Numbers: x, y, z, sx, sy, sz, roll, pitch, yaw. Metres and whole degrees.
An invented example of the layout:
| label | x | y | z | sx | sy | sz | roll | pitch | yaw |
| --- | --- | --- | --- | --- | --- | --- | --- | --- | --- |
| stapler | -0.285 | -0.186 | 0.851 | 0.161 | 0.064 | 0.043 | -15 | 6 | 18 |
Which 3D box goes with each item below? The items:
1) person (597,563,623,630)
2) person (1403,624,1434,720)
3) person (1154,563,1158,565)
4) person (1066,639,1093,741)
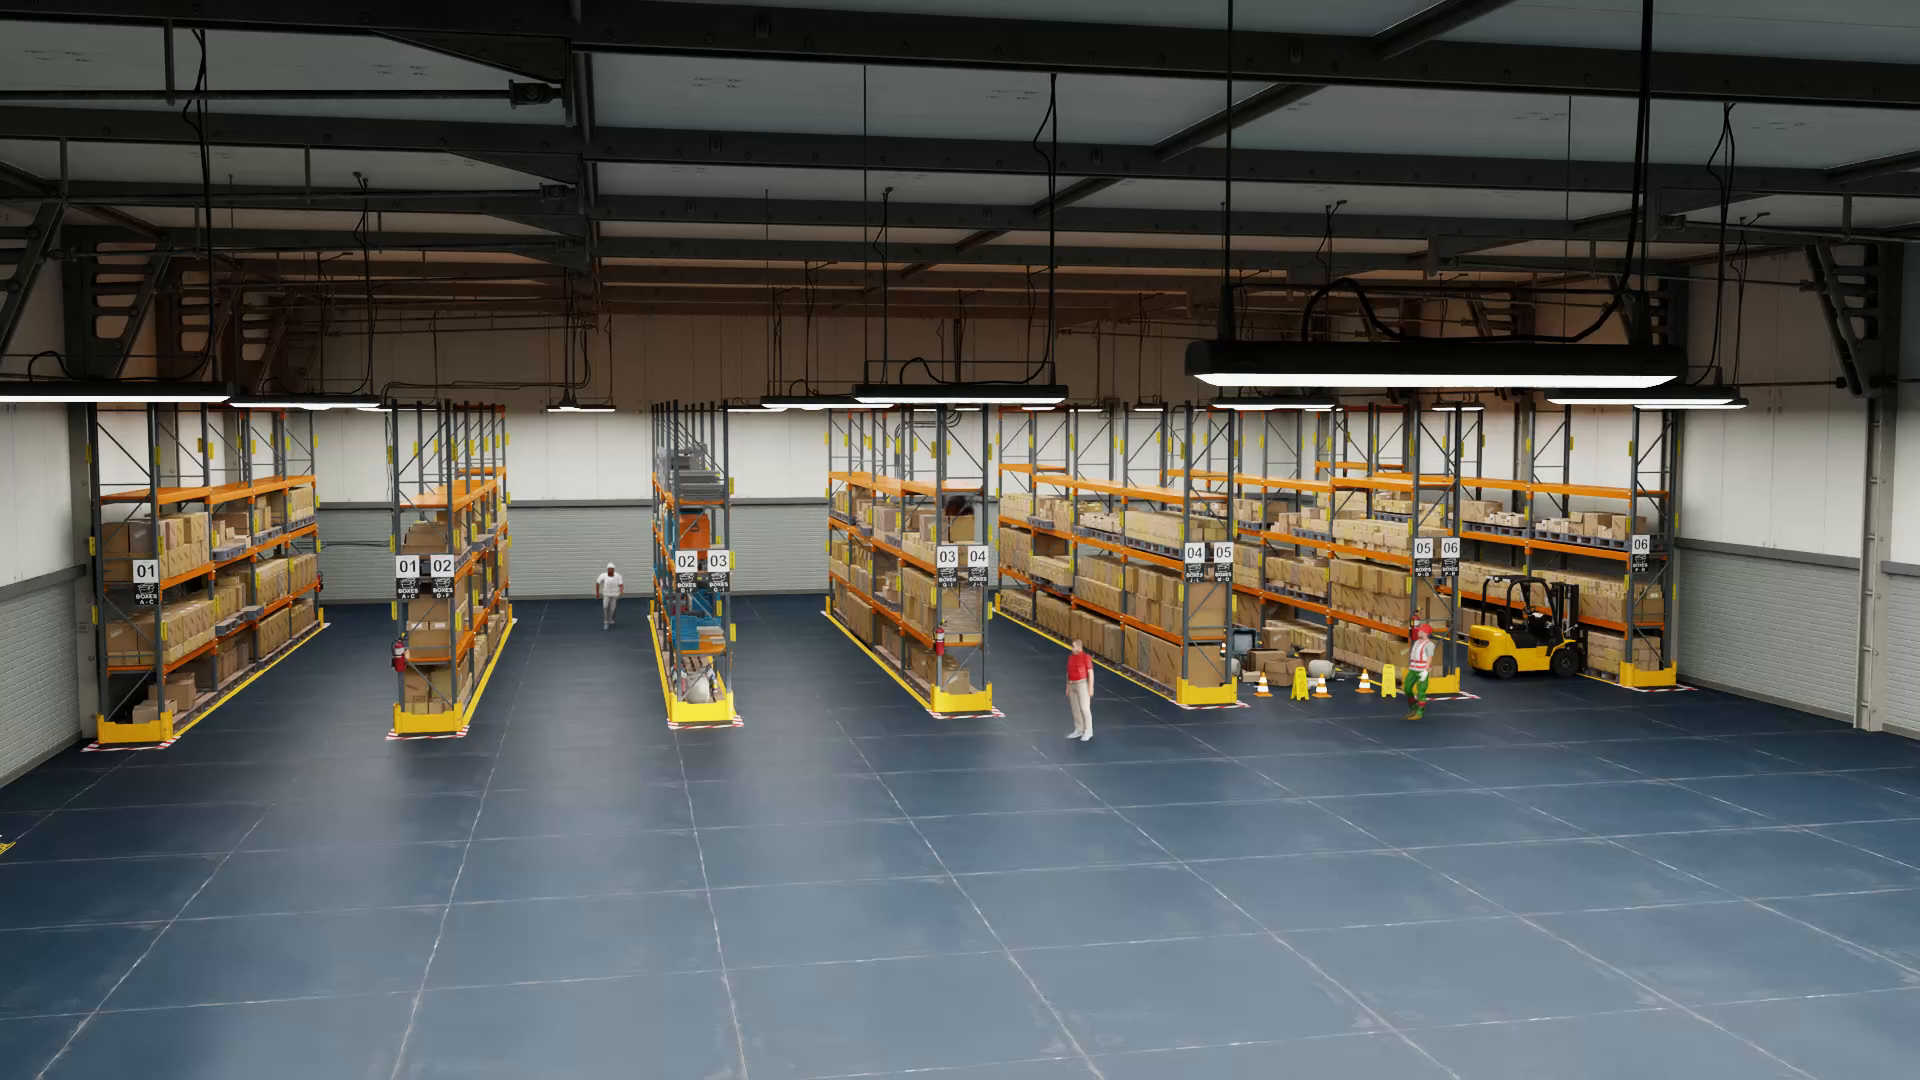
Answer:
| label | x | y | z | sx | sy | sz | roll | pitch | yaw |
| --- | --- | --- | --- | --- | --- | --- | --- | --- | --- |
| person | -9.430 | 1.496 | 44.794 | 0.723 | 1.744 | 1.003 | -1 | 4 | -9 |
| person | 8.616 | 2.493 | 31.264 | 0.522 | 1.812 | 0.578 | -4 | 6 | -40 |
| person | 6.511 | 0.800 | 53.699 | 0.856 | 1.739 | 0.567 | -2 | 5 | -22 |
| person | 2.095 | 2.655 | 29.491 | 0.386 | 1.778 | 0.605 | -4 | 6 | -42 |
